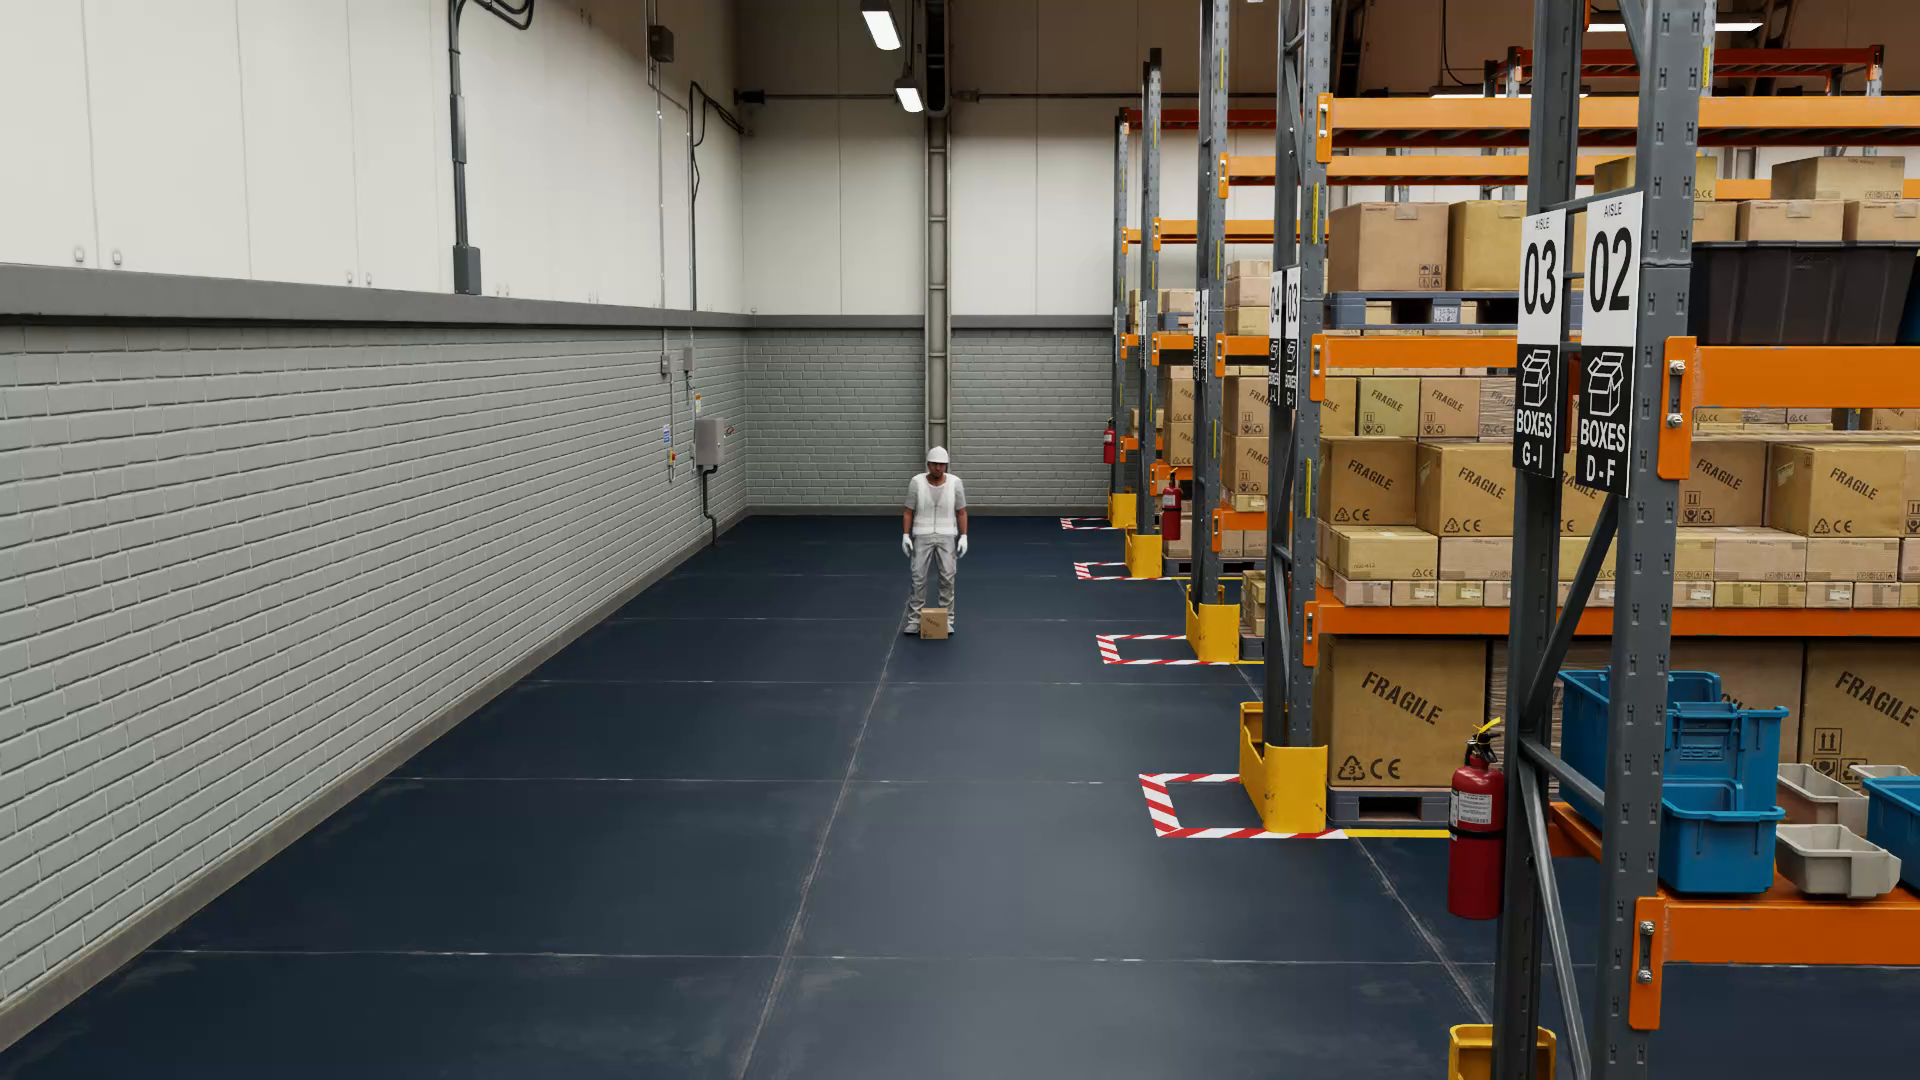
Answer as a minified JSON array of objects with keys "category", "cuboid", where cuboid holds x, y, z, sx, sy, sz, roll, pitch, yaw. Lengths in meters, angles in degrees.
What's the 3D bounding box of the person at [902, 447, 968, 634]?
[{"category":"person","cuboid":[-0.237,-0.001,15.731,0.625,1.773,0.451,0,7,-2]}]
